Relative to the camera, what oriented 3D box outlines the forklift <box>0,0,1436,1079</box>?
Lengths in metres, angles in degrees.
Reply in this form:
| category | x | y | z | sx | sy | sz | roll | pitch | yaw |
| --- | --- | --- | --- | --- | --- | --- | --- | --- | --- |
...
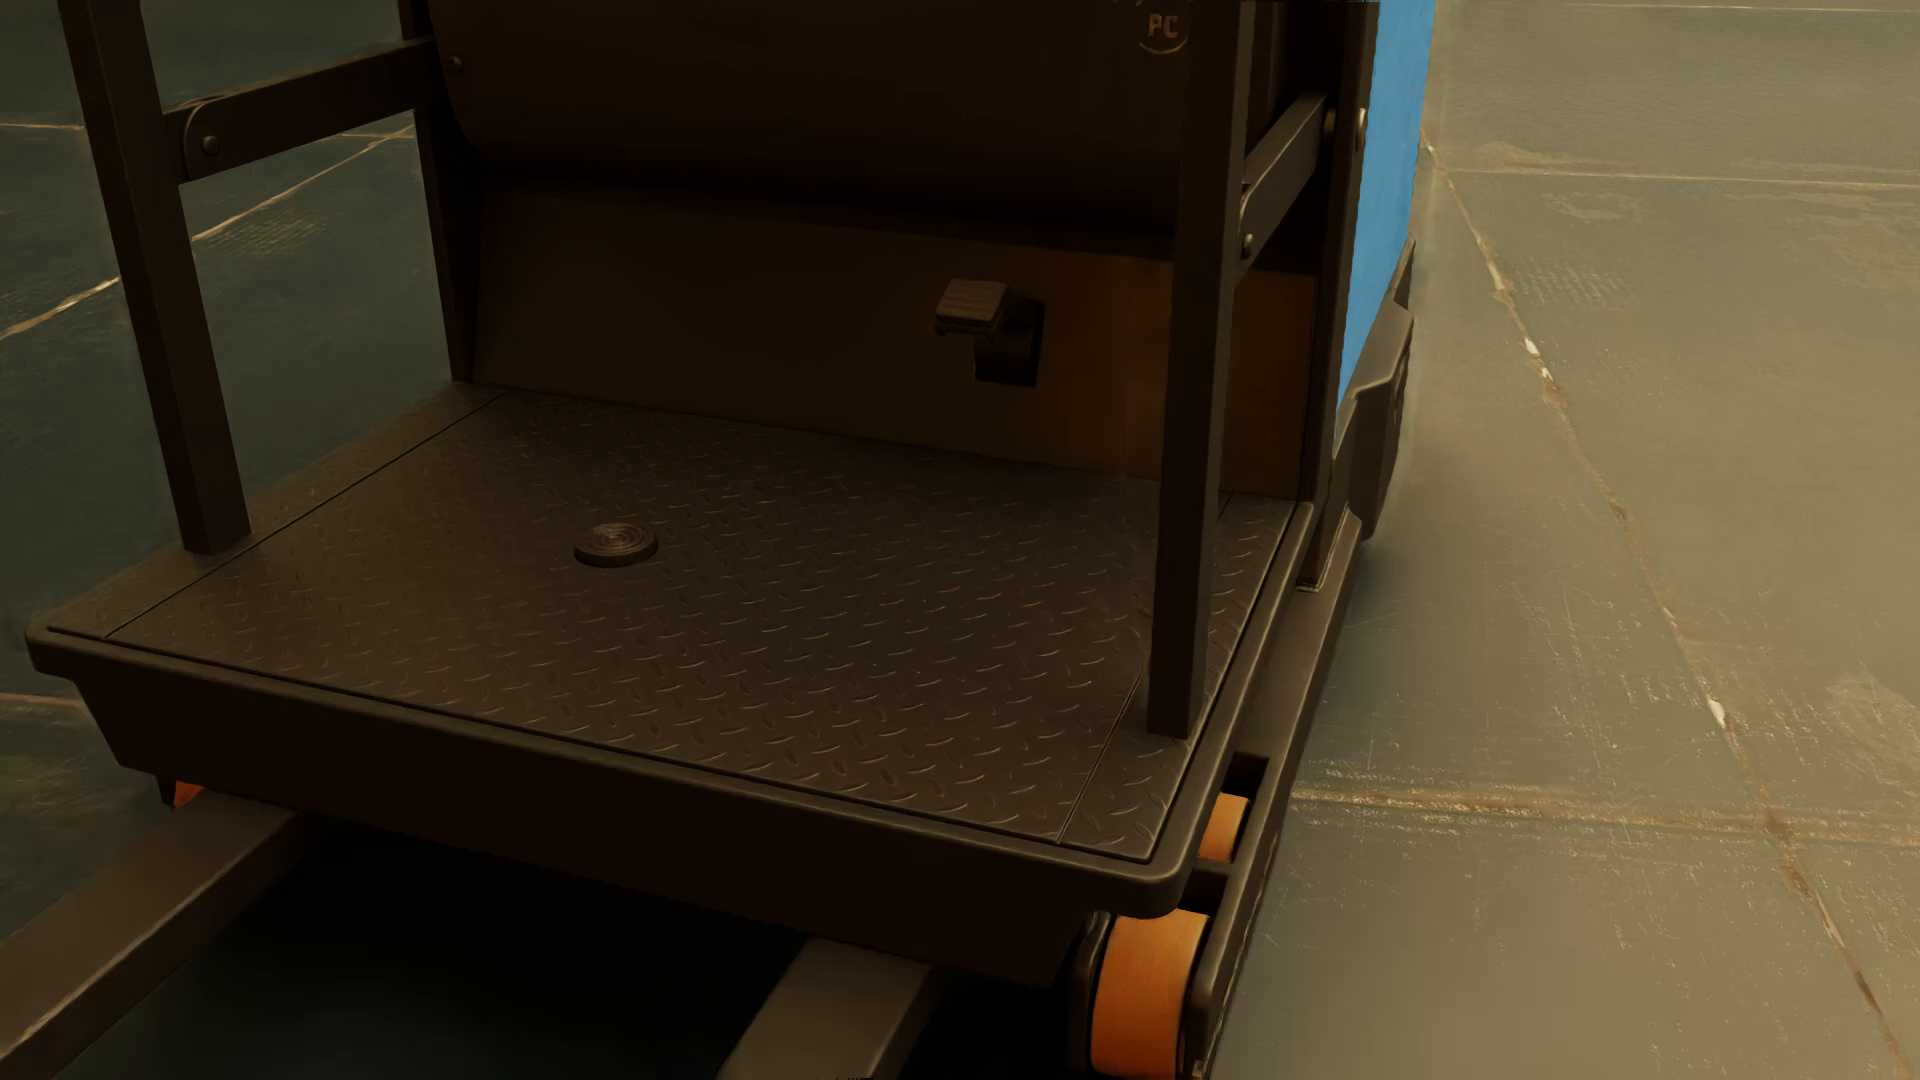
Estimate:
| category | x | y | z | sx | sy | sz | roll | pitch | yaw |
| --- | --- | --- | --- | --- | --- | --- | --- | --- | --- |
| forklift | -0.199 | -1.024 | 1.268 | 1.130 | 2.935 | 3.031 | 9 | 28 | 17 |
